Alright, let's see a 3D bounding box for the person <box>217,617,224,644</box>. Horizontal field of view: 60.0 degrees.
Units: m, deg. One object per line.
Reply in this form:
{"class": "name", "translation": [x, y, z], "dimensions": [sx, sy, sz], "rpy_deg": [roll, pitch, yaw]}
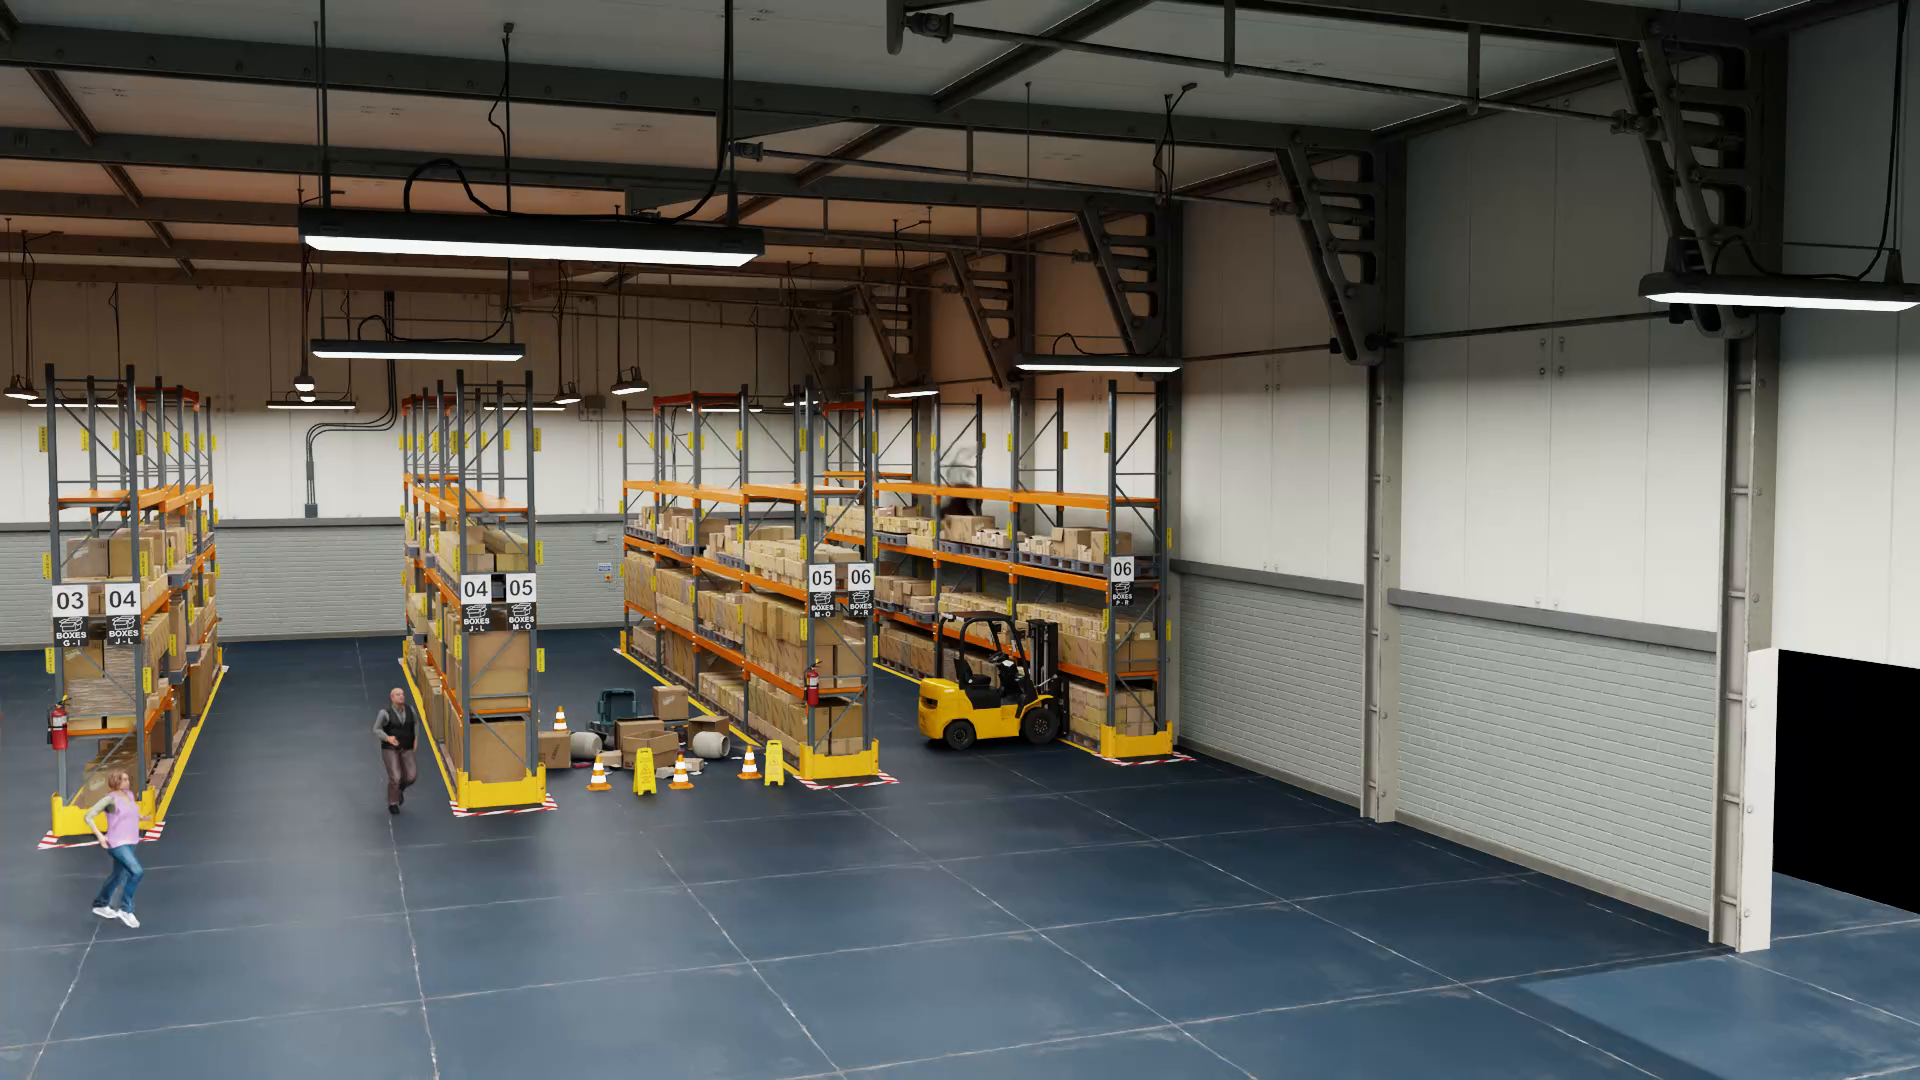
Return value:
{"class": "person", "translation": [-16.933, 1.982, 37.437], "dimensions": [0.601, 1.651, 0.591], "rpy_deg": [-1, 3, -9]}

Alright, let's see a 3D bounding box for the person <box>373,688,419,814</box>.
{"class": "person", "translation": [-7.597, 2.852, 22.545], "dimensions": [0.675, 1.693, 0.582], "rpy_deg": [-3, 4, -40]}

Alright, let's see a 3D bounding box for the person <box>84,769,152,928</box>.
{"class": "person", "translation": [-8.701, 3.193, 17.238], "dimensions": [0.703, 1.639, 0.503], "rpy_deg": [0, 3, 3]}
